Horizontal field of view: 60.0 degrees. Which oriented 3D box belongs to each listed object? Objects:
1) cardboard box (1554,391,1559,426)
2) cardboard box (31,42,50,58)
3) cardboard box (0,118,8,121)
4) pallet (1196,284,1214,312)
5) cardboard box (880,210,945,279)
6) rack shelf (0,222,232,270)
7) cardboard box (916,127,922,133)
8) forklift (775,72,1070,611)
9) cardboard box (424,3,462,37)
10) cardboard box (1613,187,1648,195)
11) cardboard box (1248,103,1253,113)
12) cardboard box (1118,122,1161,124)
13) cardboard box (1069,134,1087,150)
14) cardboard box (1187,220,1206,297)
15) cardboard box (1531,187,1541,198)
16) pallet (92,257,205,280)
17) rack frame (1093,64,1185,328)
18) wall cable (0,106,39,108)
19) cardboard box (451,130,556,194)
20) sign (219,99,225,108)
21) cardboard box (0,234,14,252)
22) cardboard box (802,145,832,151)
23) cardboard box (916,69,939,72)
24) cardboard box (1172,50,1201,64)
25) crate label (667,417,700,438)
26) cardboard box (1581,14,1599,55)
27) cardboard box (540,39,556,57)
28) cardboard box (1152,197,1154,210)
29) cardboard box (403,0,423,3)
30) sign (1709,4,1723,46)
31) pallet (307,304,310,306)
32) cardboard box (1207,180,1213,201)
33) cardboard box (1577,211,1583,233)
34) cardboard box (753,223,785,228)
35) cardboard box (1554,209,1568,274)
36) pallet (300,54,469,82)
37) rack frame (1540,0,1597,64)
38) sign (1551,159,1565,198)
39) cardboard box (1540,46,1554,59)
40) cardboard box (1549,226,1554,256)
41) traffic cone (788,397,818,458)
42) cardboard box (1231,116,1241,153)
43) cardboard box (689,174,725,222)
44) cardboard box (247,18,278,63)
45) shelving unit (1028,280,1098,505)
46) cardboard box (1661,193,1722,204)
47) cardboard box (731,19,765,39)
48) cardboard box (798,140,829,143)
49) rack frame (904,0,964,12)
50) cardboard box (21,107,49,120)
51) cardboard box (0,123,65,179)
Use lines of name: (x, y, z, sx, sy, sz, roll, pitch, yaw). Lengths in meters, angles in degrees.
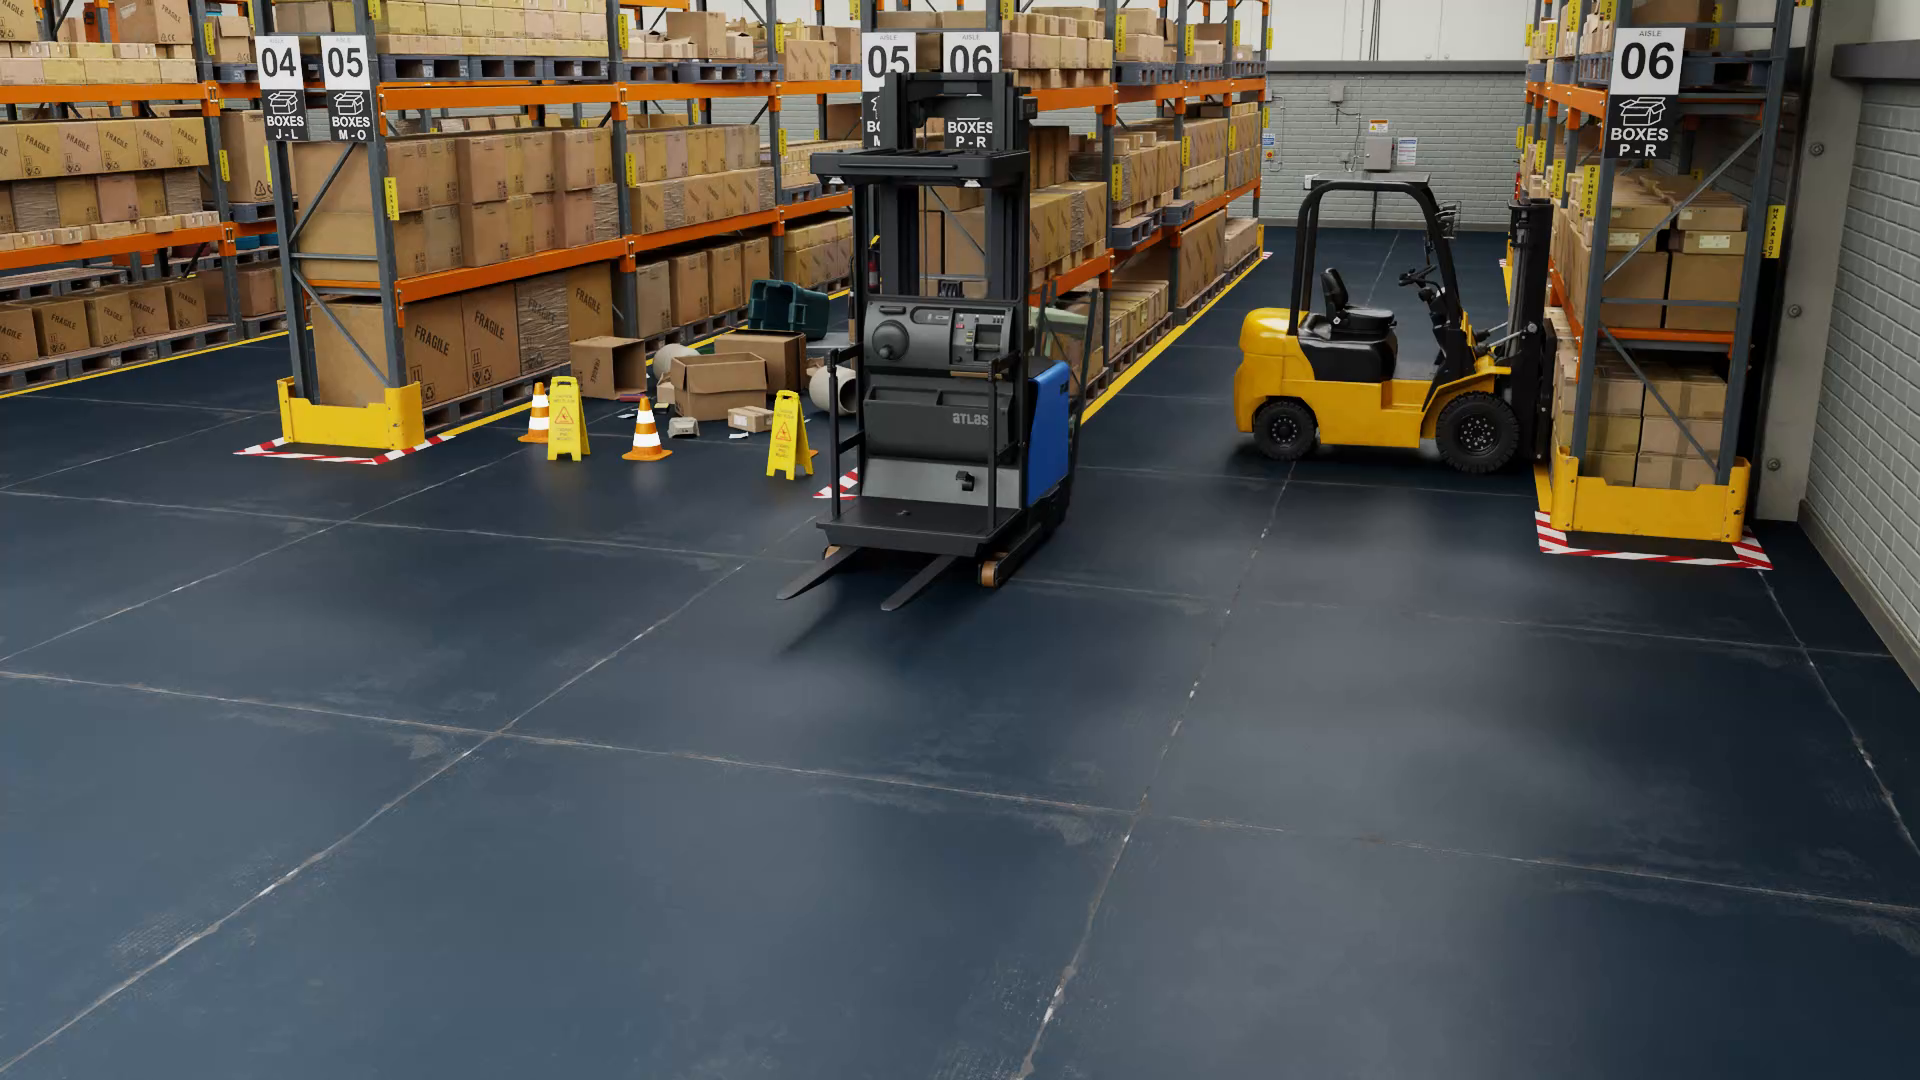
cardboard box: (4.548, -0.920, 11.930, 0.500, 0.250, 0.500, 4, 16, 15)
cardboard box: (-8.976, -4.694, 15.930, 0.380, 0.149, 0.250, 4, 16, 15)
cardboard box: (-19.540, -8.019, 33.056, 0.980, 0.700, 0.700, 5, 17, 18)
pallet: (2.715, -3.173, 21.628, 1.003, 0.211, 1.213, 5, 16, 16)
cardboard box: (-0.313, -2.257, 12.561, 0.500, 0.500, 0.500, 4, 16, 15)
rack shelf: (-9.136, -2.848, 16.692, 1.077, 0.370, 4.000, 5, 16, 16)
cardboard box: (-0.900, -6.437, 25.466, 0.500, 0.500, 0.500, 5, 17, 17)
forklift: (-0.198, -1.247, 9.855, 1.130, 2.935, 3.031, 5, 17, 18)
cardboard box: (-4.452, -4.263, 13.643, 0.500, 0.250, 0.500, 4, 16, 15)
cardboard box: (4.887, -2.534, 12.348, 0.380, 0.149, 0.250, 5, 17, 17)
cardboard box: (4.281, -6.615, 25.451, 0.380, 0.149, 0.250, 5, 17, 17)
cardboard box: (2.252, -4.944, 20.749, 0.500, 0.500, 0.500, 5, 16, 16)
cardboard box: (1.087, -4.047, 16.915, 0.380, 0.149, 0.250, 4, 16, 13)
cardboard box: (2.604, -3.583, 21.087, 0.875, 0.875, 0.875, 5, 17, 17)
cardboard box: (6.649, -3.894, 18.753, 0.380, 0.149, 0.250, 5, 17, 17)
pallet: (-11.996, -4.016, 24.601, 1.003, 0.211, 1.213, 5, 16, 16)
rack frame: (2.070, -3.995, 19.419, 1.000, 3.000, 0.127, 5, 16, 16)
wall cable: (-19.948, -8.906, 34.871, 0.084, 1.984, 1.851, 5, 16, 16)
cardboard box: (-4.309, -3.521, 15.491, 0.875, 0.550, 0.550, 5, 16, 16)
sign: (-14.128, -8.287, 31.848, 0.100, 0.325, 0.005, 5, 16, 16)
cardboard box: (-9.169, -2.801, 15.669, 0.380, 0.149, 0.250, 5, 16, 16)
cardboard box: (-1.941, -5.235, 22.390, 0.380, 0.149, 0.250, 4, 16, 15)
cardboard box: (-0.370, -3.340, 12.070, 0.380, 0.149, 0.250, 5, 17, 16)
cardboard box: (2.813, -6.068, 20.889, 0.380, 0.166, 0.250, 6, 17, 21)
crate label: (-2.315, -0.945, 13.912, 0.250, 0.136, 0.298, -4, 16, -13)
cardboard box: (5.224, -4.017, 13.207, 0.500, 0.311, 0.500, 5, 17, 17)
cardboard box: (-3.926, -4.493, 15.183, 0.380, 0.149, 0.250, 5, 17, 17)
cardboard box: (1.838, -3.561, 17.578, 0.380, 0.149, 0.250, 4, 16, 14)
cardboard box: (-4.506, -4.344, 13.197, 0.380, 0.149, 0.250, 5, 17, 16)
sign: (6.226, -4.252, 13.735, 0.100, 0.325, 0.005, 5, 16, 16)
pallet: (-8.003, -2.900, 20.667, 1.003, 0.211, 1.213, 5, 16, 16)
cardboard box: (3.014, -4.569, 21.717, 0.500, 0.250, 0.500, 4, 16, 14)
cardboard box: (4.728, -2.329, 12.170, 0.380, 0.149, 0.250, 5, 17, 16)
cardboard box: (-2.628, -4.045, 22.032, 0.500, 0.250, 0.500, 5, 17, 17)
cardboard box: (5.317, -2.517, 14.024, 0.500, 0.500, 0.500, 4, 16, 14)
pallet: (-4.777, -3.855, 13.590, 1.003, 0.211, 1.213, 5, 16, 16)
rack frame: (7.967, -7.544, 20.936, 1.000, 3.000, 0.127, 5, 16, 16)
sign: (5.171, -3.124, 14.368, 0.100, 0.325, 0.005, 5, 16, 16)
cardboard box: (7.089, -5.779, 19.717, 0.380, 0.149, 0.250, 5, 17, 17)
cardboard box: (5.724, -2.777, 15.398, 0.500, 0.250, 0.500, 5, 16, 16)
traffic cone: (-1.318, -0.895, 13.135, 0.336, 0.463, 0.334, 5, 16, 16)
cardboard box: (3.724, -5.809, 23.795, 0.500, 0.500, 0.500, 4, 16, 15)
cardboard box: (-3.002, -3.867, 18.782, 0.500, 0.500, 0.500, 5, 17, 17)
cardboard box: (-8.072, -5.774, 19.234, 0.797, 0.503, 0.637, 5, 17, 18)
shelving unit: (0.545, -1.067, 11.725, 0.431, 1.500, 0.755, 3, 12, -20)
cardboard box: (5.161, -2.364, 11.748, 0.380, 0.149, 0.250, 5, 17, 18)
cardboard box: (-2.707, -6.474, 21.073, 0.396, 0.266, 0.258, 5, 16, 16)
cardboard box: (-2.121, -5.699, 24.027, 0.380, 0.149, 0.250, 6, 17, 19)
rack frame: (-0.431, -9.332, 27.239, 1.000, 3.000, 0.127, 5, 16, 16)
cardboard box: (-15.896, -7.261, 28.917, 0.500, 0.500, 0.500, 5, 17, 16)
cardboard box: (-8.997, -3.727, 15.912, 0.500, 0.500, 0.500, 5, 16, 16)
